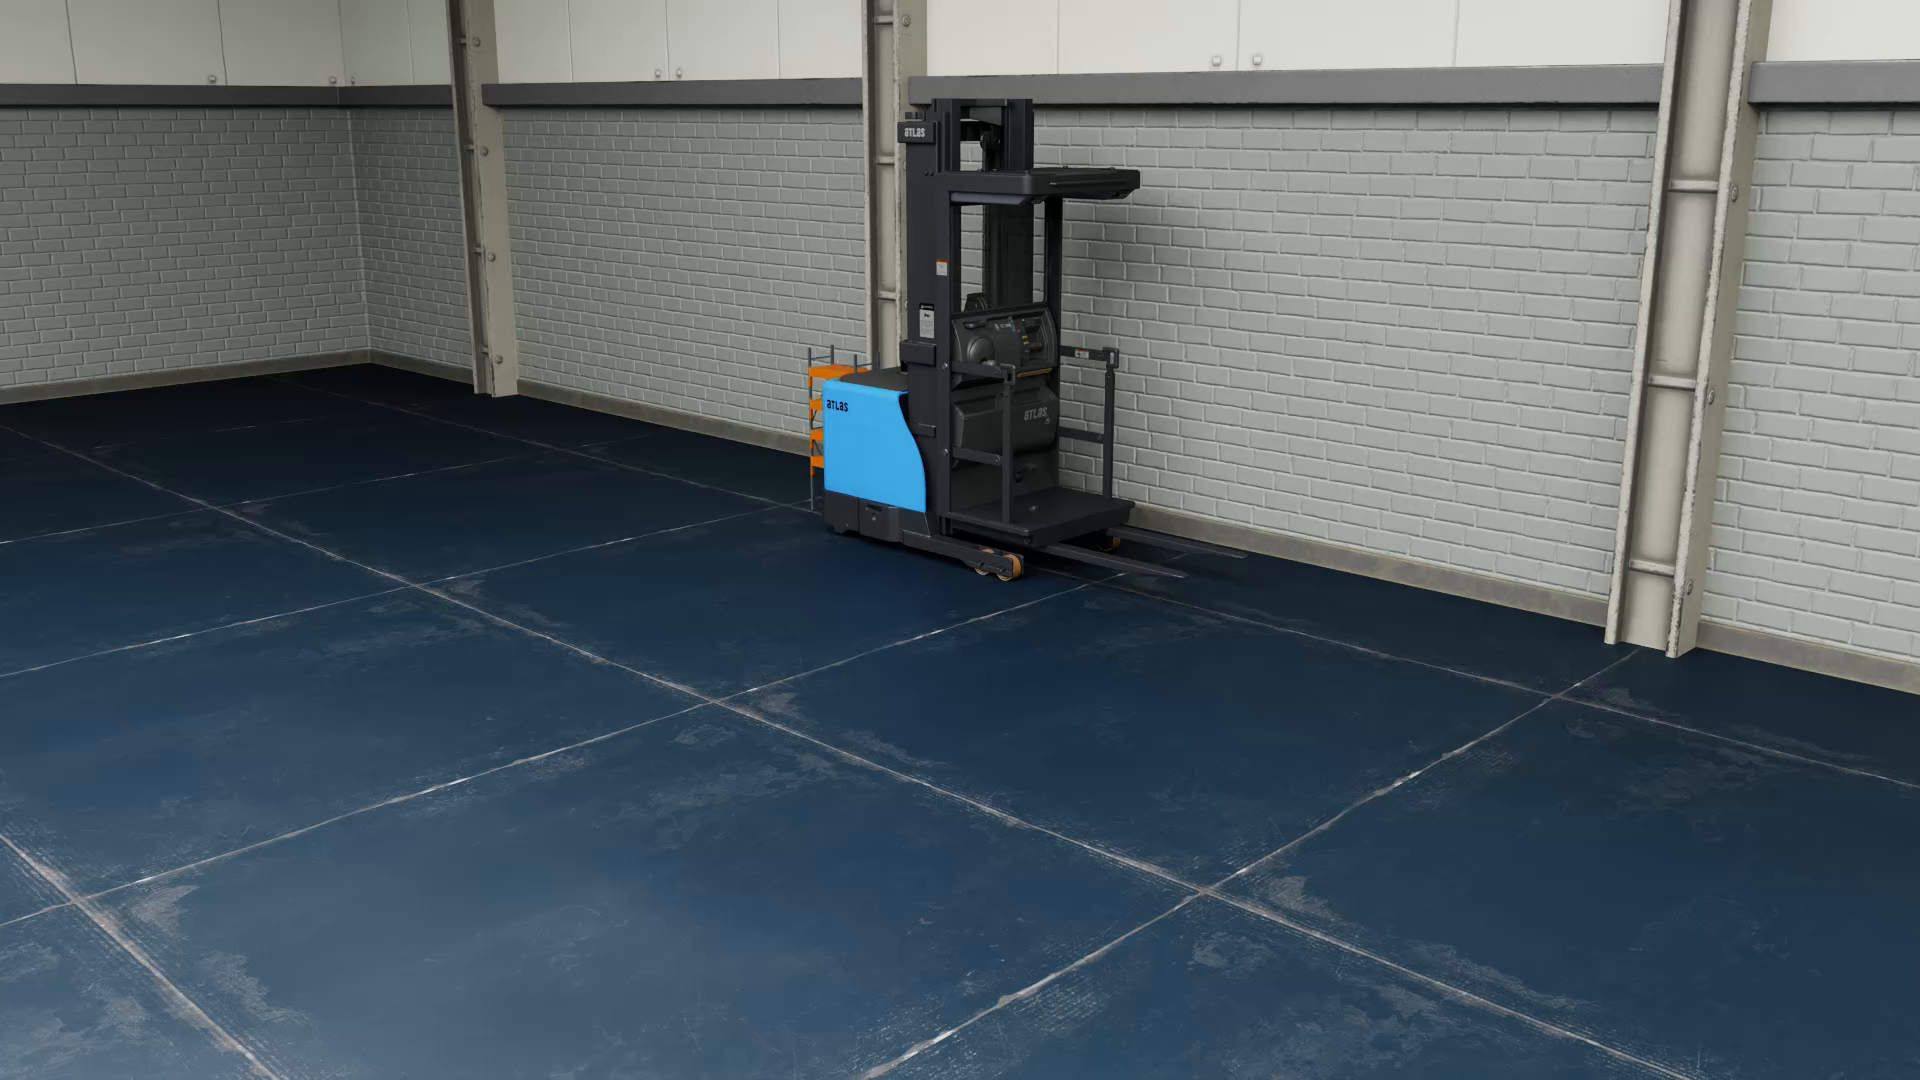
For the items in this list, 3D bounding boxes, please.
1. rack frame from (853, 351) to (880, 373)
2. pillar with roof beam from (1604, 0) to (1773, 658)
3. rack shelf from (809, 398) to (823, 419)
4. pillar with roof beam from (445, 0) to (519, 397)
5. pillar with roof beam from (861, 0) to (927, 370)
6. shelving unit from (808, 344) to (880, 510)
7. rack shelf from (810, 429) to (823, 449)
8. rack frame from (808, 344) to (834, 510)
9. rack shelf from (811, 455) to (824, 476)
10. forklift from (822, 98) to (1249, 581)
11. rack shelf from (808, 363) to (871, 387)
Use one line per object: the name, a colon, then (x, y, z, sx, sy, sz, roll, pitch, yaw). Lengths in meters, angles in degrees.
rack frame: (-0.660, -0.741, 11.897, 0.015, 1.200, 0.240, 14, 20, 42)
pillar with roof beam: (0.842, -2.997, 5.089, 0.400, 9.000, 9.100, 14, 20, 42)
rack shelf: (-0.835, -0.935, 12.022, 0.480, 0.148, 0.258, 14, 20, 42)
pillar with roof beam: (-7.797, -5.098, 13.149, 0.400, 9.000, 9.100, 14, 20, 42)
pillar with roof beam: (-3.478, -4.048, 9.119, 0.400, 9.000, 9.100, 14, 20, 42)
shelving unit: (-0.835, -0.784, 12.061, 0.503, 1.200, 0.258, 14, 20, 42)
rack shelf: (-0.835, -0.719, 12.078, 0.480, 0.148, 0.258, 14, 20, 42)
rack frame: (-1.011, -0.827, 12.225, 0.015, 1.200, 0.240, 14, 20, 42)
rack shelf: (-0.835, -0.527, 12.128, 0.480, 0.148, 0.258, 14, 20, 42)
forklift: (0.448, -1.309, 10.644, 3.031, 2.935, 1.130, 14, 20, 42)
rack shelf: (-0.835, -1.164, 11.962, 0.480, 0.148, 0.258, 14, 20, 42)
